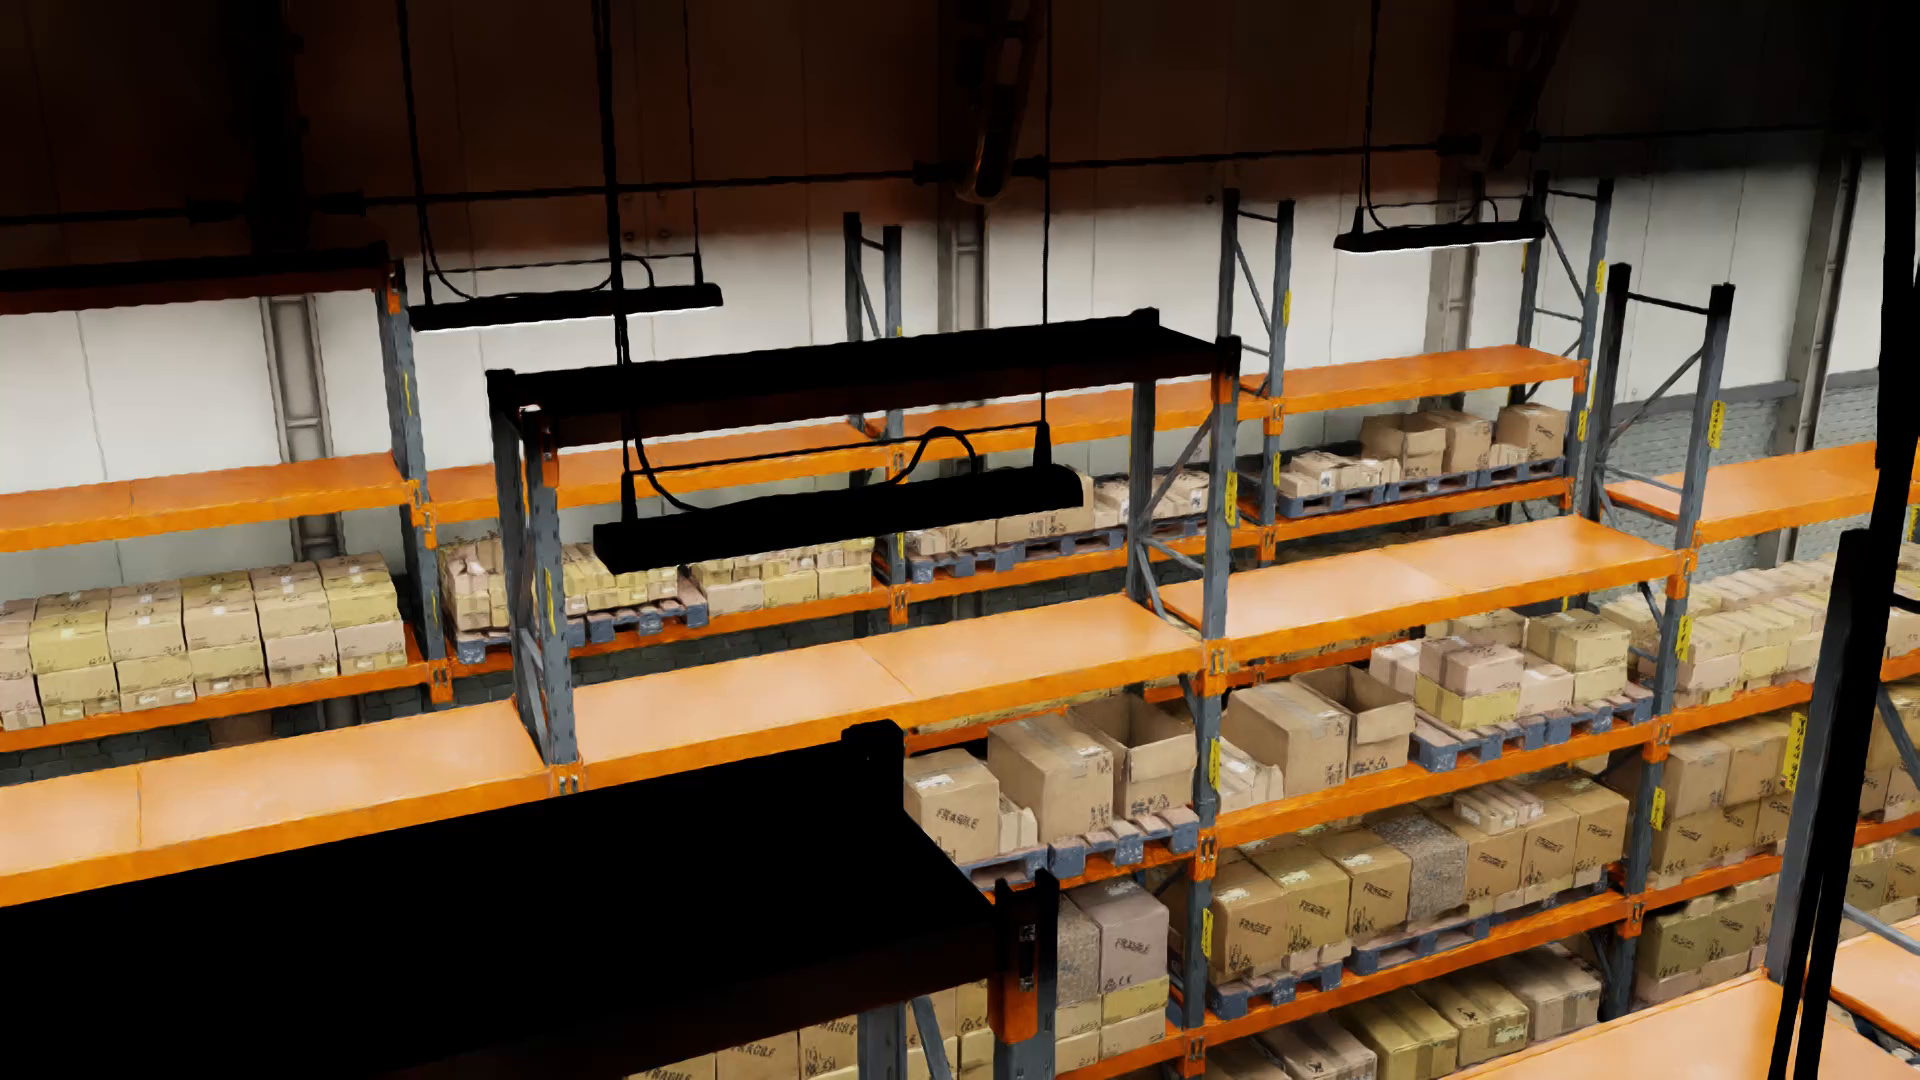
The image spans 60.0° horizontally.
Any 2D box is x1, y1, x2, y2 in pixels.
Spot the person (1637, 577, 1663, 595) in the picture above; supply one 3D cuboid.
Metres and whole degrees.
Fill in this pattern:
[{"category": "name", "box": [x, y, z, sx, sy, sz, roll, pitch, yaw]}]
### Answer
[{"category": "person", "box": [7.903, 0.965, 19.442, 0.566, 1.640, 0.503, 4, 19, 11]}]
